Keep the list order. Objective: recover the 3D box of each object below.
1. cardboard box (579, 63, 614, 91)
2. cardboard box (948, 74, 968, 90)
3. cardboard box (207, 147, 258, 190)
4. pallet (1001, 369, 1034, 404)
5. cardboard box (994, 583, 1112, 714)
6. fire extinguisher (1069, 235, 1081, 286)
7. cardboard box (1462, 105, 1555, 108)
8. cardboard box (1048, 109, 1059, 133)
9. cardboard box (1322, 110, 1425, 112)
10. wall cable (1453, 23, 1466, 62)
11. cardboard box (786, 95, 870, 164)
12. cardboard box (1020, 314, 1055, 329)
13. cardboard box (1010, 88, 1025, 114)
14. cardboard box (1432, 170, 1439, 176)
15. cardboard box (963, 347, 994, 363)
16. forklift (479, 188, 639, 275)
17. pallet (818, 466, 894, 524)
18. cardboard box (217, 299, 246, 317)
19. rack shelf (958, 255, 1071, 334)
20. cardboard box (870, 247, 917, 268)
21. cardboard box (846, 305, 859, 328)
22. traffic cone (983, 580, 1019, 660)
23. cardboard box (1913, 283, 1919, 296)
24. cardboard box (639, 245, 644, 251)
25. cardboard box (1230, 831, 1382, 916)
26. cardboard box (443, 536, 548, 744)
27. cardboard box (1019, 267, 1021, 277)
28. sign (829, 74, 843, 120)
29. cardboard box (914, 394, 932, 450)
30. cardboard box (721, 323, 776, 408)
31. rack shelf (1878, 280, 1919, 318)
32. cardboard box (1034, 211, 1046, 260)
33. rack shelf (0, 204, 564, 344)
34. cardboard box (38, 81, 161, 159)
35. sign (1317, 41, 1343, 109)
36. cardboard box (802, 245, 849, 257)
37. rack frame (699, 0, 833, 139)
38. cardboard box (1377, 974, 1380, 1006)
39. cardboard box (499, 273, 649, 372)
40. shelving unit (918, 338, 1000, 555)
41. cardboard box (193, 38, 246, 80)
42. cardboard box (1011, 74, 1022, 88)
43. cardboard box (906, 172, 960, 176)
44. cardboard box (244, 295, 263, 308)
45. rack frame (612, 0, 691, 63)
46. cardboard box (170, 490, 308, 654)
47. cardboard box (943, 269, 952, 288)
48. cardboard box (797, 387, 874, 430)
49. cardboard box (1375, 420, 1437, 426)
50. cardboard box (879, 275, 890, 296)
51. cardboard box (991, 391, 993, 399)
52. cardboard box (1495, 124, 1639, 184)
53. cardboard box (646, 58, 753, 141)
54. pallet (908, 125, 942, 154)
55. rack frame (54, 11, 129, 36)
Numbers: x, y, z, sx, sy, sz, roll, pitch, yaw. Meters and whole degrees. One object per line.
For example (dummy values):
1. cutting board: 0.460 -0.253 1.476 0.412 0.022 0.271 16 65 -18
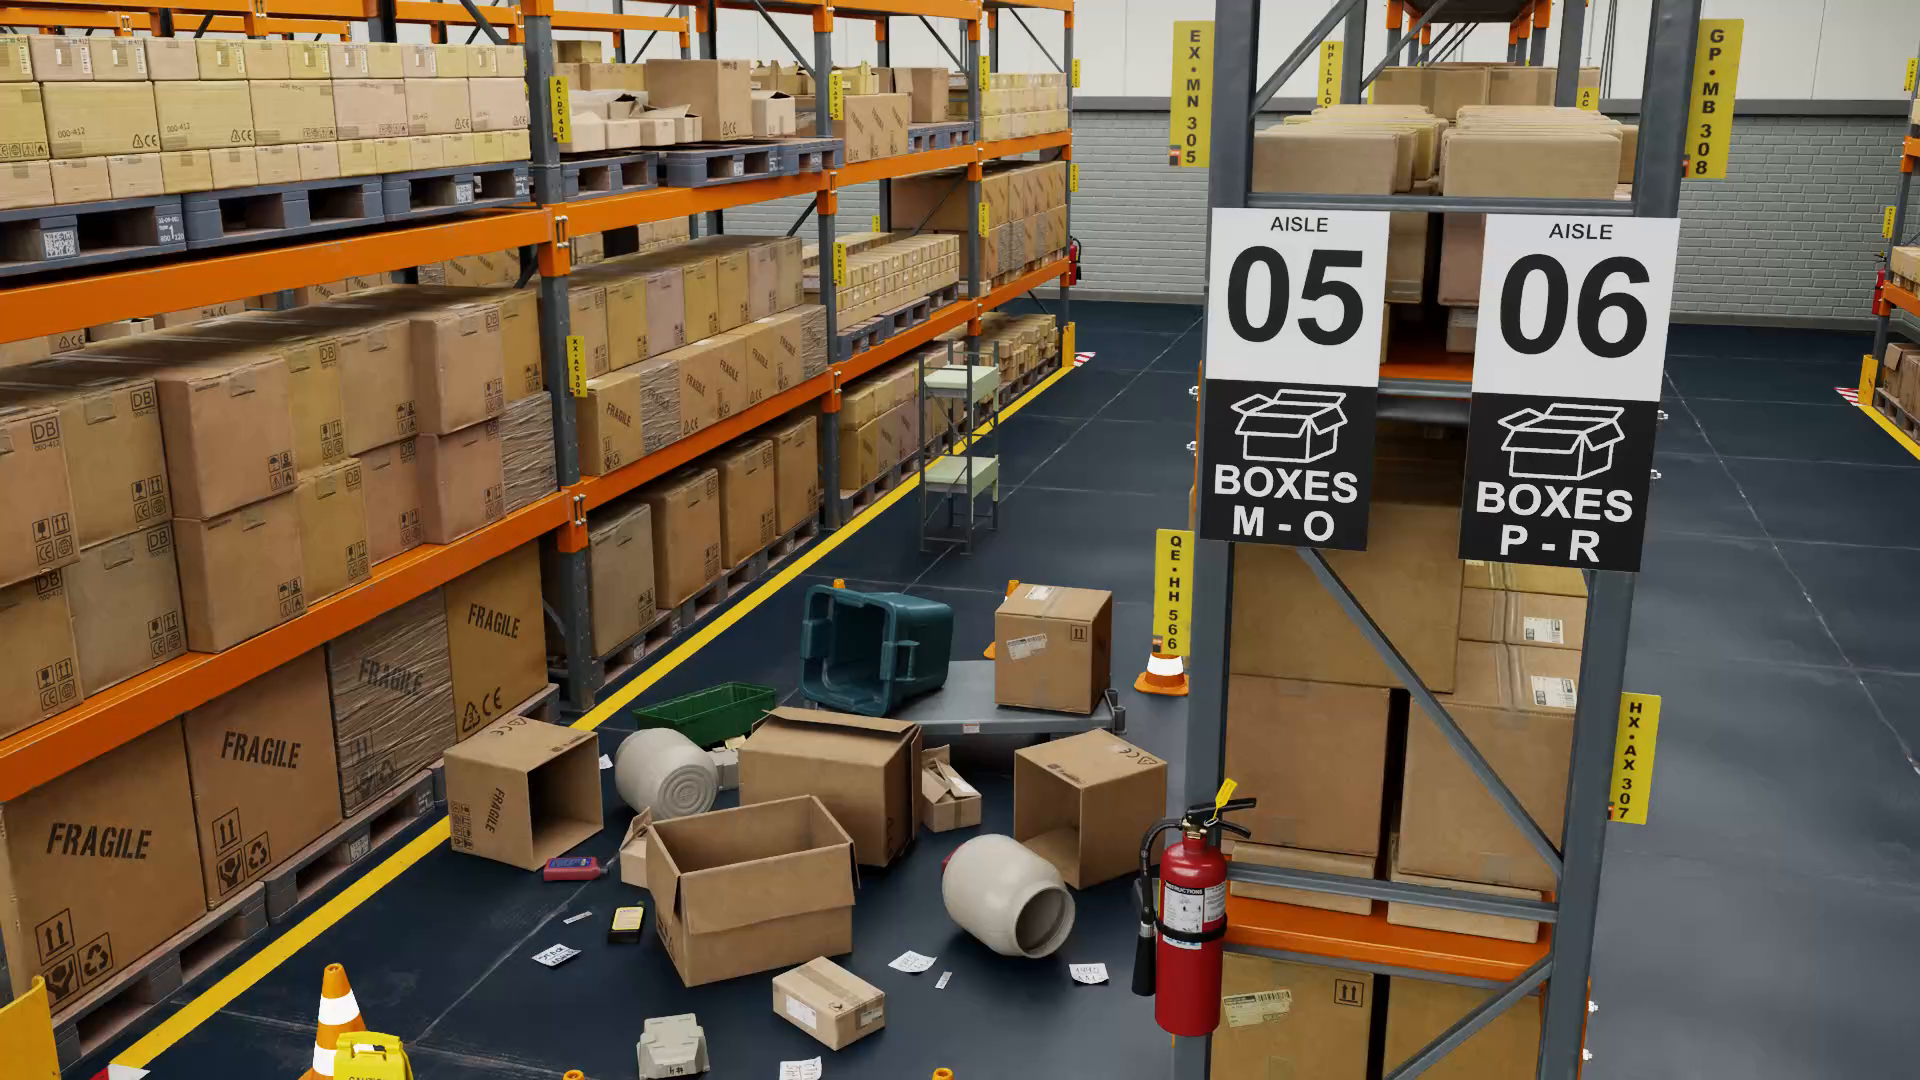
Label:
1. cardboard box: -4.421 -5.234 19.153 0.700 0.500 0.500 5 17 18
2. cardboard box: 0.014 -4.467 16.212 0.380 0.149 0.250 4 16 15
3. cardboard box: -2.948 -1.434 6.399 0.380 0.149 0.250 5 16 15
4. pallet: 0.201 -1.763 18.660 1.003 0.211 1.213 5 16 16
5. cardboard box: 0.485 0.552 8.579 0.500 0.500 0.500 5 16 16
6. fire extinguisher: 1.350 -3.466 20.378 0.296 0.674 0.183 5 16 16
7. cardboard box: 2.319 -1.762 7.046 0.380 0.149 0.250 5 17 17
8. cardboard box: 0.822 -4.750 18.857 0.500 0.250 0.500 5 16 16
9. cardboard box: 1.546 -1.531 6.230 0.380 0.149 0.250 4 16 14
10. wall cable: 6.957 -7.692 23.456 0.463 3.000 0.029 5 16 16
11. cardboard box: -1.020 -3.180 12.863 0.500 0.500 0.500 5 16 16
12. cardboard box: 0.928 -2.611 19.904 0.380 0.149 0.250 5 17 17
13. cardboard box: 0.368 -4.586 17.361 0.500 0.250 0.500 5 17 17
14. cardboard box: 1.237 -1.046 5.252 0.500 0.250 0.500 5 17 17
15. cardboard box: 0.155 -1.935 17.518 0.380 0.149 0.250 4 16 15
16. forklift: -3.569 -2.060 14.721 1.130 2.935 3.031 7 17 24
17. pallet: -1.214 -0.423 13.933 1.003 0.211 1.213 5 16 16
18. cardboard box: -6.280 -2.077 13.701 0.500 0.500 0.500 3 16 9
19. rack shelf: 0.267 -2.783 18.464 1.077 0.370 4.000 5 16 16
20. cardboard box: -0.599 -2.513 14.791 0.380 0.149 0.250 4 16 13
21. cardboard box: -1.041 -1.813 13.414 0.380 0.149 0.250 5 17 19
22. traffic cone: 0.334 0.478 10.296 0.336 0.463 0.334 5 16 16
23. cardboard box: 9.814 -2.523 16.688 0.380 0.149 0.250 5 17 18
24. cardboard box: -4.039 -3.489 20.094 0.380 0.149 0.250 5 16 16
25. cardboard box: 0.964 0.897 4.630 0.380 0.149 0.250 5 17 18
26. cardboard box: -2.820 0.466 8.814 0.875 0.875 0.875 5 17 17
27. cardboard box: 0.452 -2.956 18.215 0.380 0.149 0.250 5 17 18
28. sign: -0.908 -3.245 12.182 0.100 0.325 0.005 5 16 16
29. cardboard box: -0.566 -1.125 15.108 0.500 0.500 0.500 4 16 15
30. cardboard box: -1.594 -1.208 11.408 0.500 0.500 0.500 4 16 15
31. rack shelf: 9.802 -2.042 15.850 1.077 0.370 4.000 5 16 16
32. cardboard box: 0.668 -3.439 18.728 0.500 0.500 0.500 5 16 16
33. rack shelf: -3.143 -1.087 6.986 1.077 0.370 4.000 5 16 16
34. cardboard box: -3.185 -1.470 5.796 0.500 0.250 0.500 4 16 15
35. sign: 1.667 -2.079 7.497 0.100 0.325 0.005 5 16 16
36. cardboard box: -1.221 -2.568 14.987 0.380 0.149 0.250 5 17 18
37. rack frame: -1.438 -4.446 12.013 1.000 3.000 0.127 5 16 16
38. cardboard box: 1.333 1.507 6.289 0.500 0.250 0.500 4 16 14
39. cardboard box: -2.295 -1.308 9.927 0.700 0.500 0.500 4 16 15
40. shelving unit: -0.002 -0.720 12.619 0.431 1.500 0.755 5 16 16
41. cardboard box: -2.949 -1.818 6.291 0.380 0.149 0.250 4 16 15
42. cardboard box: 0.433 -4.807 17.411 0.380 0.149 0.250 5 17 19
43. cardboard box: -0.285 -3.558 17.316 0.500 0.500 0.500 4 16 14
44. cardboard box: -6.262 -2.167 14.790 0.500 0.500 0.500 5 17 18
45. rack frame: -3.891 -6.950 20.841 1.000 3.000 0.127 5 16 16
46. cardboard box: -3.234 0.078 6.782 0.875 0.550 0.550 5 16 16
47. cardboard box: -0.297 -2.500 15.838 0.380 0.149 0.250 5 17 16
48. cardboard box: -1.010 -1.082 13.583 0.500 0.250 0.500 4 16 13
49. cardboard box: 1.196 -0.205 5.496 0.700 0.500 0.500 4 16 15
50. cardboard box: -0.817 -2.167 14.119 0.380 0.149 0.250 5 16 16
51. cardboard box: 0.186 -1.577 17.346 0.380 0.149 0.250 5 17 18
52. cardboard box: 1.689 -1.080 4.642 0.380 0.149 0.250 5 16 16
53. cardboard box: -1.663 -2.825 10.658 0.500 0.500 0.500 5 16 16
54. pallet: -0.871 -3.534 14.640 1.213 0.211 1.003 5 16 16
55. rack frame: -9.777 -6.288 18.506 1.000 3.000 0.127 5 16 16
